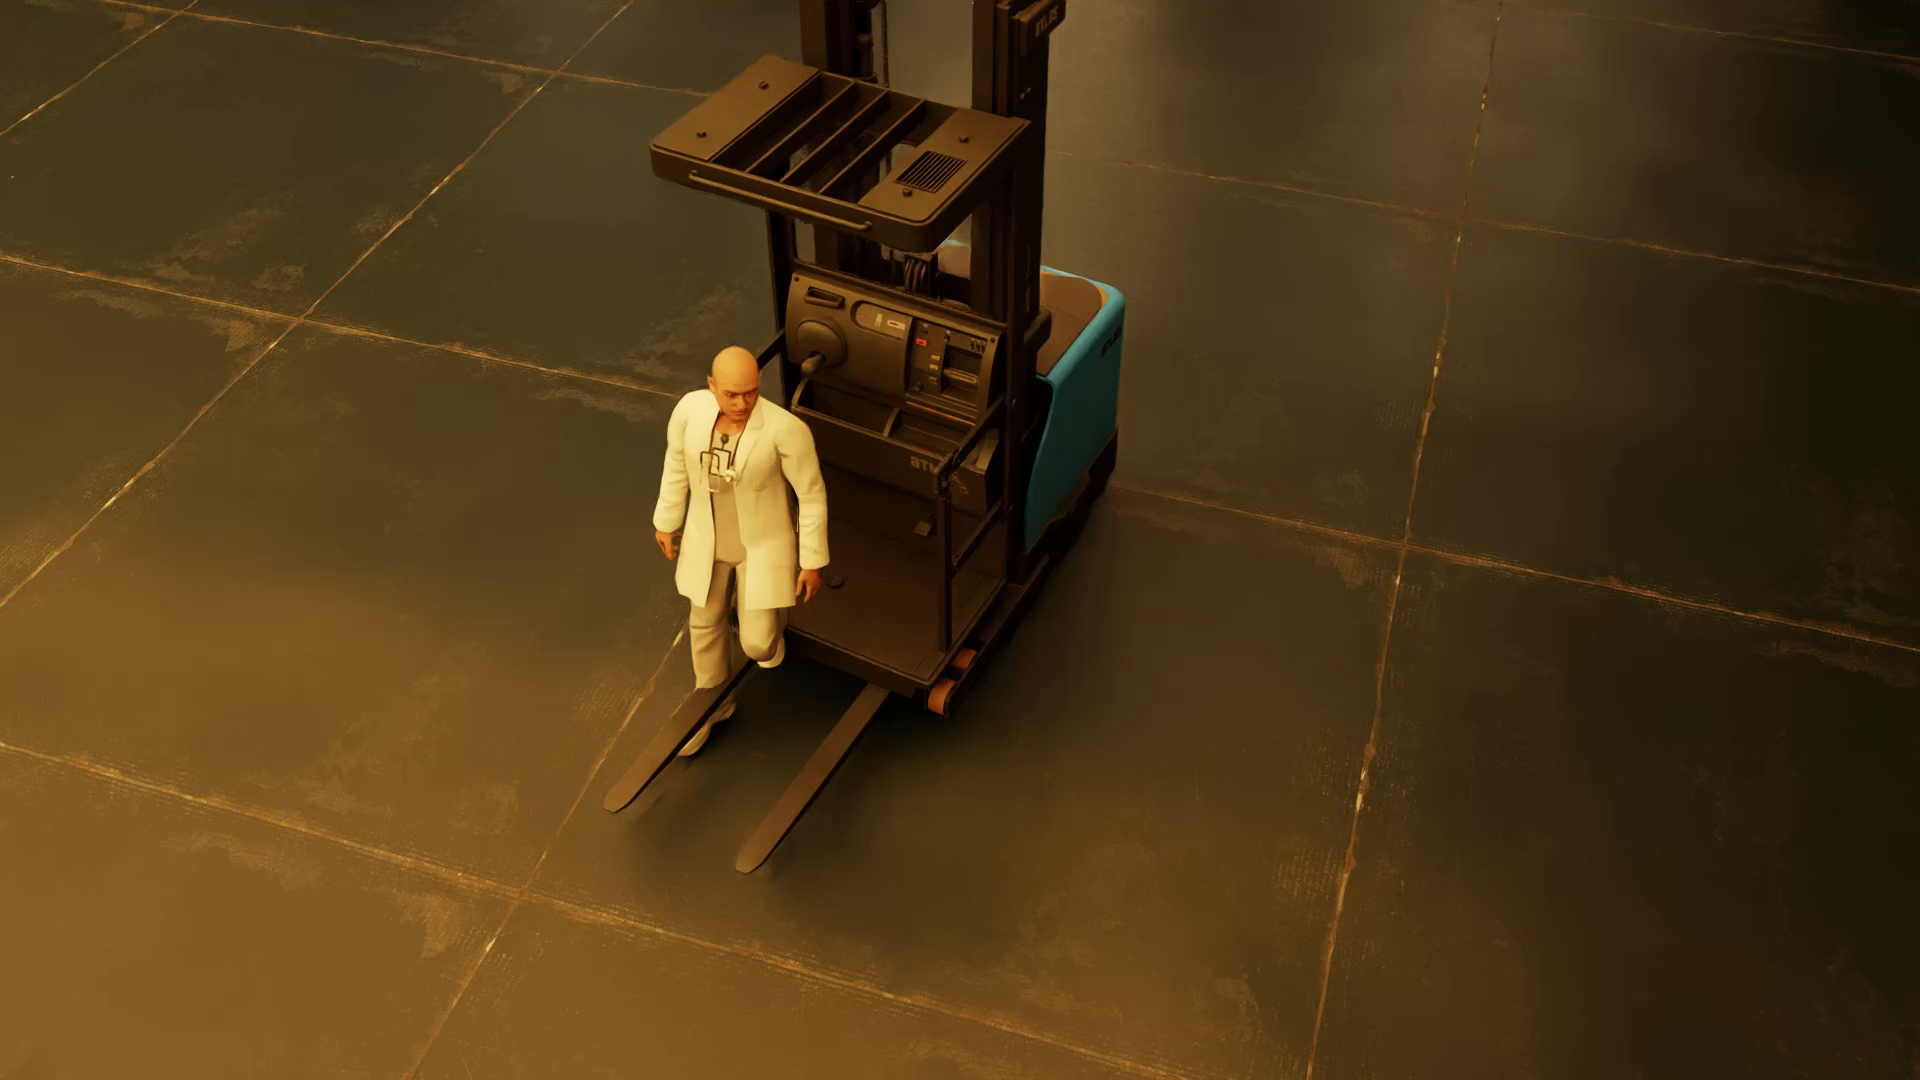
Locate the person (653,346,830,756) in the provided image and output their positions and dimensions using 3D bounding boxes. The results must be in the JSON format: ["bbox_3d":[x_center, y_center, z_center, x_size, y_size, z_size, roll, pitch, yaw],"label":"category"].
[{"bbox_3d":[-0.872,0.080,6.460,0.757,1.763,0.661,9,44,10],"label":"person"}]

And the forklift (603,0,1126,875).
[{"bbox_3d":[-0.374,-0.684,6.424,1.130,2.935,3.031,20,46,20],"label":"forklift"}]
